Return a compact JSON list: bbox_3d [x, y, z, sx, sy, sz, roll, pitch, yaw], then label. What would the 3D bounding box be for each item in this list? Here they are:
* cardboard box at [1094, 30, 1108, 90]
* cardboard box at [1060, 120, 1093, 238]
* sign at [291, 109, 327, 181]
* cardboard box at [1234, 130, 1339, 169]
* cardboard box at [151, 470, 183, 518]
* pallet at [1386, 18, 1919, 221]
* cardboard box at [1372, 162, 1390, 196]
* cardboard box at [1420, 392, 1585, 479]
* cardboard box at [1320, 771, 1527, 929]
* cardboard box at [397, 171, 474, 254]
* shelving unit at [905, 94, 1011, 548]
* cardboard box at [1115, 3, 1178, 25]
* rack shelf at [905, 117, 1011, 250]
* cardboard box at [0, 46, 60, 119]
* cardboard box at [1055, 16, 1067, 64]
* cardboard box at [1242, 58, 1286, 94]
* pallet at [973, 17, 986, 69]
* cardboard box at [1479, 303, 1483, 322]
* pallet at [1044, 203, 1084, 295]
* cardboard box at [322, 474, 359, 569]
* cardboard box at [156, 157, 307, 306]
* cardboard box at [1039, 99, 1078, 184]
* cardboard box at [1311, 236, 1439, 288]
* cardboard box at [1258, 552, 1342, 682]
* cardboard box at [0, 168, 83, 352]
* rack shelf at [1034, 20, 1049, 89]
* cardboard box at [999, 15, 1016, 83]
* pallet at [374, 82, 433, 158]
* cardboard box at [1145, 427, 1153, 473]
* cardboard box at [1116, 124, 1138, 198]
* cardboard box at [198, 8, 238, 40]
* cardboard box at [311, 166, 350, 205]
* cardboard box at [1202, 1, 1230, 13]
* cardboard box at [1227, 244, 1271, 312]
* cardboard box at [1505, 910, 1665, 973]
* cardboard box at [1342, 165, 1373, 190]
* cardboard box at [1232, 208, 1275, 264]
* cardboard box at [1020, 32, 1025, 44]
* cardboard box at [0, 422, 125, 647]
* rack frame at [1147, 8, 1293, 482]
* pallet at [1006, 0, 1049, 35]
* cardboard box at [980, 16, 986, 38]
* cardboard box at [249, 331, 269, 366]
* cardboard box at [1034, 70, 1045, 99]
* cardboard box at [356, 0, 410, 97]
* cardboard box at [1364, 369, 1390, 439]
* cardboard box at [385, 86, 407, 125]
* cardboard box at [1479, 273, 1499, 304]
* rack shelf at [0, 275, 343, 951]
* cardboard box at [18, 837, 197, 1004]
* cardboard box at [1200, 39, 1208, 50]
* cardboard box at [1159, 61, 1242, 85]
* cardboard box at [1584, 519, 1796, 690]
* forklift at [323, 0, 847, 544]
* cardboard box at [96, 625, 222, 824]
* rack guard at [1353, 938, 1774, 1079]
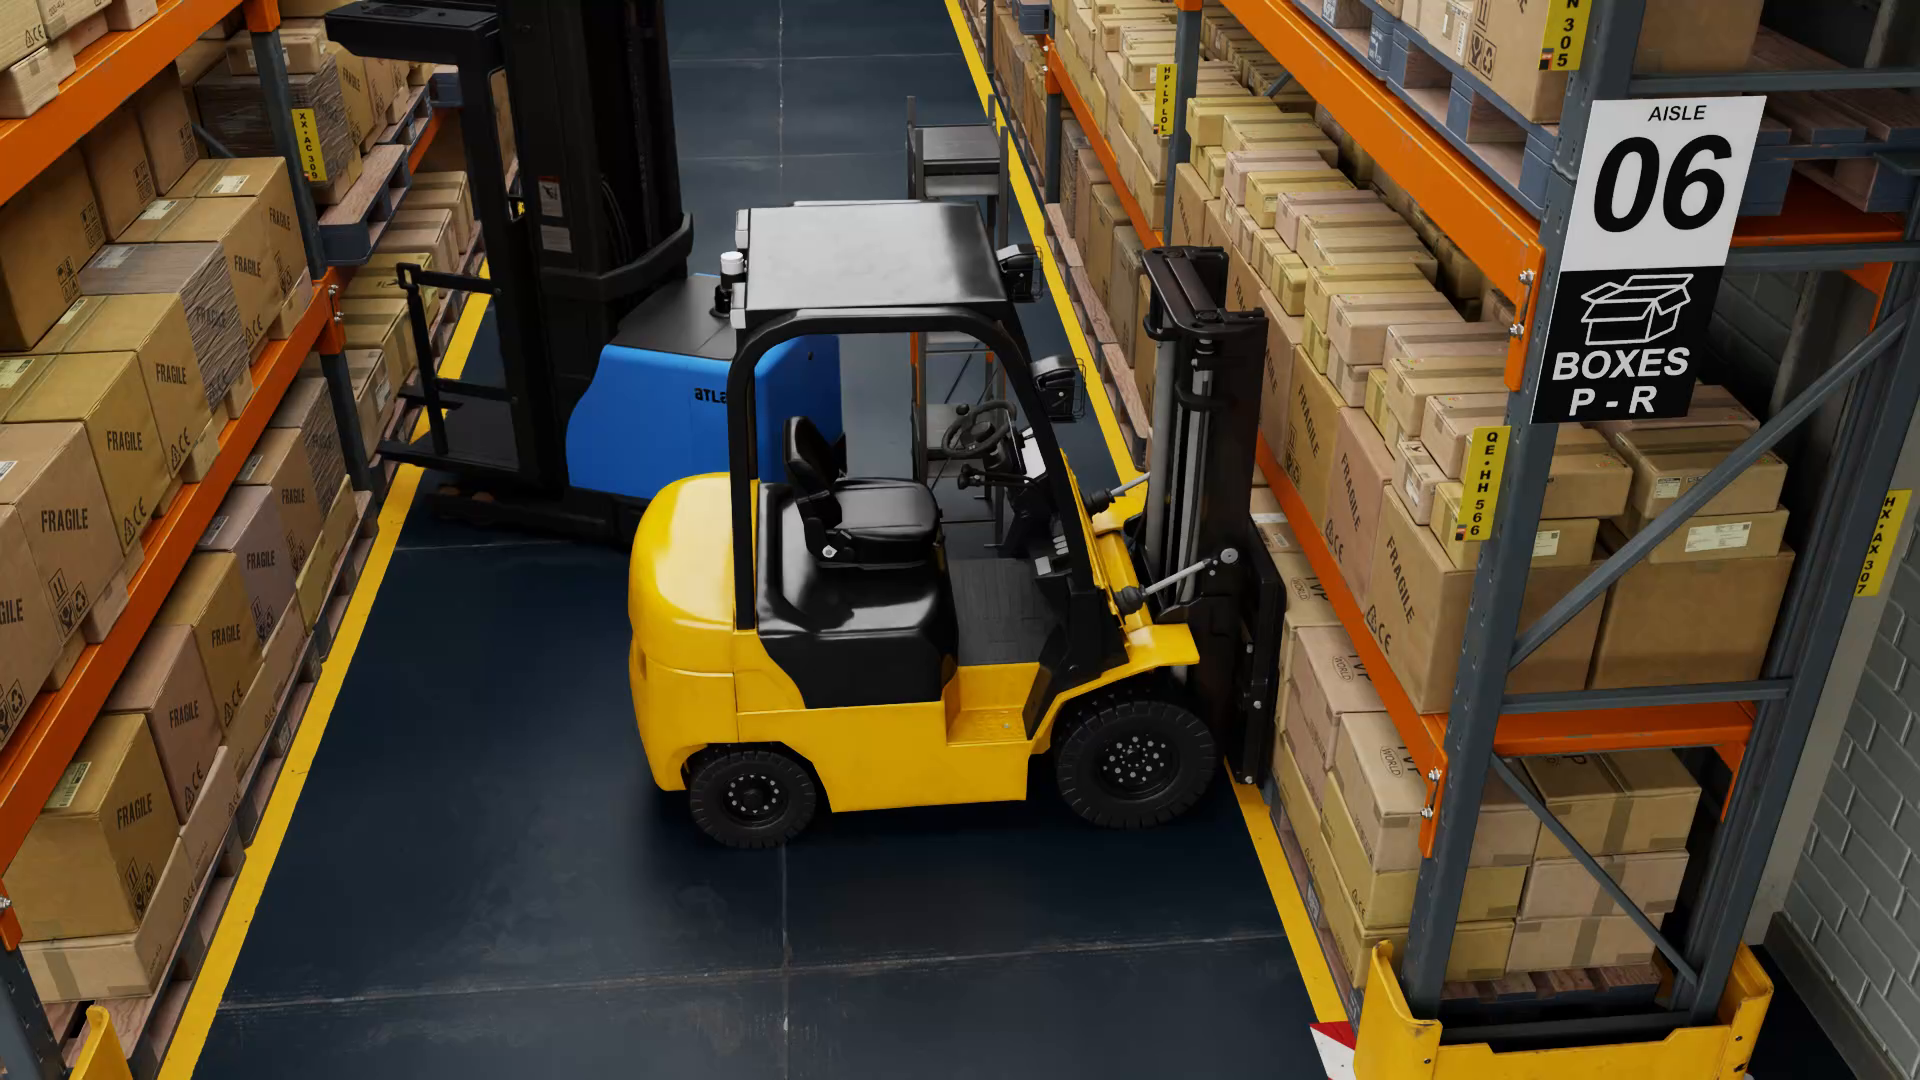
[{"bbox_3d":[1.064,-2.773,9.627,0.500,0.250,0.500,-2,31,-4],"label":"cardboard box"},{"bbox_3d":[1.161,-2.486,11.394,0.875,0.625,0.625,-2,31,-3],"label":"cardboard box"},{"bbox_3d":[-2.912,-1.764,7.435,0.100,0.325,0.005,-3,31,-5],"label":"sign"},{"bbox_3d":[1.371,-1.616,7.010,0.380,0.149,0.250,-3,31,-6],"label":"cardboard box"},{"bbox_3d":[-3.001,-0.194,5.895,0.380,0.149,0.250,-4,31,-6],"label":"cardboard box"},{"bbox_3d":[1.823,-1.172,4.449,1.003,0.211,1.213,-3,31,-5],"label":"pallet"},{"bbox_3d":[1.926,-1.514,6.839,0.380,0.149,0.250,-3,31,-6],"label":"cardboard box"},{"bbox_3d":[1.566,-0.307,4.818,0.380,0.149,0.250,-3,31,-5],"label":"cardboard box"},{"bbox_3d":[1.507,0.992,5.449,0.500,0.250,0.500,-3,31,-5],"label":"cardboard box"},{"bbox_3d":[-3.783,-2.168,11.108,0.950,0.372,0.625,-5,31,-8],"label":"cardboard box"},{"bbox_3d":[-0.015,-0.986,7.853,0.431,2.100,0.503,-3,31,-5],"label":"shelving unit"},{"bbox_3d":[1.104,-3.003,9.622,0.380,0.149,0.250,-3,31,-5],"label":"cardboard box"},{"bbox_3d":[-0.015,-1.575,7.501,0.431,0.518,0.480,-3,31,-5],"label":"rack shelf"},{"bbox_3d":[-2.911,-1.345,4.896,0.380,0.149,0.250,-2,31,-4],"label":"cardboard box"},{"bbox_3d":[0.914,-3.342,11.066,0.500,0.250,0.500,-3,31,-4],"label":"cardboard box"},{"bbox_3d":[1.675,-2.381,8.581,0.380,0.149,0.250,-3,31,-5],"label":"cardboard box"},{"bbox_3d":[0.679,-4.840,16.148,1.003,0.211,1.213,-3,31,-5],"label":"pallet"},{"bbox_3d":[2.040,-0.727,5.812,0.380,0.149,0.250,-2,31,-3],"label":"cardboard box"},{"bbox_3d":[1.154,-2.025,11.435,1.003,0.211,1.213,-3,31,-5],"label":"pallet"},{"bbox_3d":[-3.129,-0.074,7.720,0.500,0.250,0.500,-1,31,-2],"label":"cardboard box"},{"bbox_3d":[-3.163,-1.319,7.145,0.500,0.500,0.500,-4,31,-6],"label":"cardboard box"},{"bbox_3d":[0.862,-2.958,12.304,0.500,0.500,0.500,-2,31,-3],"label":"cardboard box"},{"bbox_3d":[1.471,-0.965,5.920,0.380,0.149,0.250,-2,31,-4],"label":"cardboard box"},{"bbox_3d":[1.399,0.273,6.165,0.500,0.250,0.500,-2,31,-4],"label":"cardboard box"},{"bbox_3d":[-3.442,-0.946,5.547,0.700,0.500,0.500,-3,31,-5],"label":"cardboard box"},{"bbox_3d":[0.929,-4.357,13.321,1.077,0.370,4.000,-3,31,-5],"label":"rack shelf"},{"bbox_3d":[0.623,-4.265,14.493,0.500,0.500,0.500,-3,31,-5],"label":"cardboard box"},{"bbox_3d":[-3.600,-2.314,9.386,1.003,0.211,1.213,-3,31,-5],"label":"pallet"},{"bbox_3d":[1.205,-0.340,8.165,0.500,0.250,0.500,-2,31,-4],"label":"cardboard box"},{"bbox_3d":[1.130,-2.039,8.885,0.500,0.250,0.500,-3,31,-5],"label":"cardboard box"},{"bbox_3d":[-3.797,-2.568,8.195,0.380,0.149,0.250,-4,31,-6],"label":"cardboard box"},{"bbox_3d":[-3.189,-1.733,8.061,0.380,0.149,0.250,-2,31,-4],"label":"cardboard box"},{"bbox_3d":[1.510,-3.027,9.662,0.380,0.149,0.250,-2,31,-3],"label":"cardboard box"},{"bbox_3d":[1.385,-0.883,6.705,0.500,0.500,0.500,-3,31,-5],"label":"cardboard box"},{"bbox_3d":[2.012,1.180,5.622,0.500,0.250,0.500,-3,31,-4],"label":"cardboard box"},{"bbox_3d":[1.850,-1.511,7.124,0.380,0.149,0.250,-2,31,-3],"label":"cardboard box"},{"bbox_3d":[1.308,-1.221,6.639,0.380,0.149,0.250,-3,31,-5],"label":"cardboard box"},{"bbox_3d":[0.695,-4.213,13.774,0.380,0.149,0.250,-2,31,-3],"label":"cardboard box"},{"bbox_3d":[-2.898,-0.011,4.955,0.500,0.500,0.500,-2,31,-3],"label":"cardboard box"},{"bbox_3d":[1.490,-1.603,8.008,1.000,3.000,0.127,-3,31,-5],"label":"rack frame"},{"bbox_3d":[0.983,-3.905,12.050,1.213,0.211,1.003,-3,31,-5],"label":"pallet"},{"bbox_3d":[0.398,-4.914,15.922,0.380,0.149,0.250,-4,31,-6],"label":"cardboard box"},{"bbox_3d":[-3.142,-0.842,6.979,0.380,0.149,0.250,-3,31,-4],"label":"cardboard box"},{"bbox_3d":[0.761,-3.408,12.427,0.380,0.149,0.250,-4,31,-7],"label":"cardboard box"},{"bbox_3d":[-3.349,-2.737,9.111,0.500,0.500,0.500,-4,31,-7],"label":"cardboard box"},{"bbox_3d":[1.523,-0.437,5.326,0.380,0.149,0.250,-3,31,-5],"label":"cardboard box"},{"bbox_3d":[-3.283,-2.399,9.177,0.380,0.149,0.250,-2,31,-3],"label":"cardboard box"},{"bbox_3d":[2.031,-0.860,5.744,0.380,0.149,0.250,-3,31,-6],"label":"cardboard box"},{"bbox_3d":[-3.265,-0.033,6.081,1.077,0.370,4.000,-3,31,-5],"label":"rack shelf"},{"bbox_3d":[-2.878,1.254,5.497,0.500,0.250,0.500,-3,31,-5],"label":"cardboard box"},{"bbox_3d":[1.567,-2.805,9.680,0.500,0.250,0.500,-3,31,-6],"label":"cardboard box"},{"bbox_3d":[1.224,-2.346,8.523,0.380,0.149,0.250,-3,31,-5],"label":"cardboard box"},{"bbox_3d":[2.094,0.130,5.009,0.500,0.500,0.500,-2,31,-3],"label":"cardboard box"},{"bbox_3d":[-2.166,-1.575,8.029,3.031,2.935,1.130,10,32,16],"label":"forklift"},{"bbox_3d":[-2.934,0.654,5.771,0.500,0.500,0.500,-4,31,-6],"label":"cardboard box"},{"bbox_3d":[1.866,1.525,5.209,1.175,0.500,0.348,-3,31,-5],"label":"rack guard"}]
